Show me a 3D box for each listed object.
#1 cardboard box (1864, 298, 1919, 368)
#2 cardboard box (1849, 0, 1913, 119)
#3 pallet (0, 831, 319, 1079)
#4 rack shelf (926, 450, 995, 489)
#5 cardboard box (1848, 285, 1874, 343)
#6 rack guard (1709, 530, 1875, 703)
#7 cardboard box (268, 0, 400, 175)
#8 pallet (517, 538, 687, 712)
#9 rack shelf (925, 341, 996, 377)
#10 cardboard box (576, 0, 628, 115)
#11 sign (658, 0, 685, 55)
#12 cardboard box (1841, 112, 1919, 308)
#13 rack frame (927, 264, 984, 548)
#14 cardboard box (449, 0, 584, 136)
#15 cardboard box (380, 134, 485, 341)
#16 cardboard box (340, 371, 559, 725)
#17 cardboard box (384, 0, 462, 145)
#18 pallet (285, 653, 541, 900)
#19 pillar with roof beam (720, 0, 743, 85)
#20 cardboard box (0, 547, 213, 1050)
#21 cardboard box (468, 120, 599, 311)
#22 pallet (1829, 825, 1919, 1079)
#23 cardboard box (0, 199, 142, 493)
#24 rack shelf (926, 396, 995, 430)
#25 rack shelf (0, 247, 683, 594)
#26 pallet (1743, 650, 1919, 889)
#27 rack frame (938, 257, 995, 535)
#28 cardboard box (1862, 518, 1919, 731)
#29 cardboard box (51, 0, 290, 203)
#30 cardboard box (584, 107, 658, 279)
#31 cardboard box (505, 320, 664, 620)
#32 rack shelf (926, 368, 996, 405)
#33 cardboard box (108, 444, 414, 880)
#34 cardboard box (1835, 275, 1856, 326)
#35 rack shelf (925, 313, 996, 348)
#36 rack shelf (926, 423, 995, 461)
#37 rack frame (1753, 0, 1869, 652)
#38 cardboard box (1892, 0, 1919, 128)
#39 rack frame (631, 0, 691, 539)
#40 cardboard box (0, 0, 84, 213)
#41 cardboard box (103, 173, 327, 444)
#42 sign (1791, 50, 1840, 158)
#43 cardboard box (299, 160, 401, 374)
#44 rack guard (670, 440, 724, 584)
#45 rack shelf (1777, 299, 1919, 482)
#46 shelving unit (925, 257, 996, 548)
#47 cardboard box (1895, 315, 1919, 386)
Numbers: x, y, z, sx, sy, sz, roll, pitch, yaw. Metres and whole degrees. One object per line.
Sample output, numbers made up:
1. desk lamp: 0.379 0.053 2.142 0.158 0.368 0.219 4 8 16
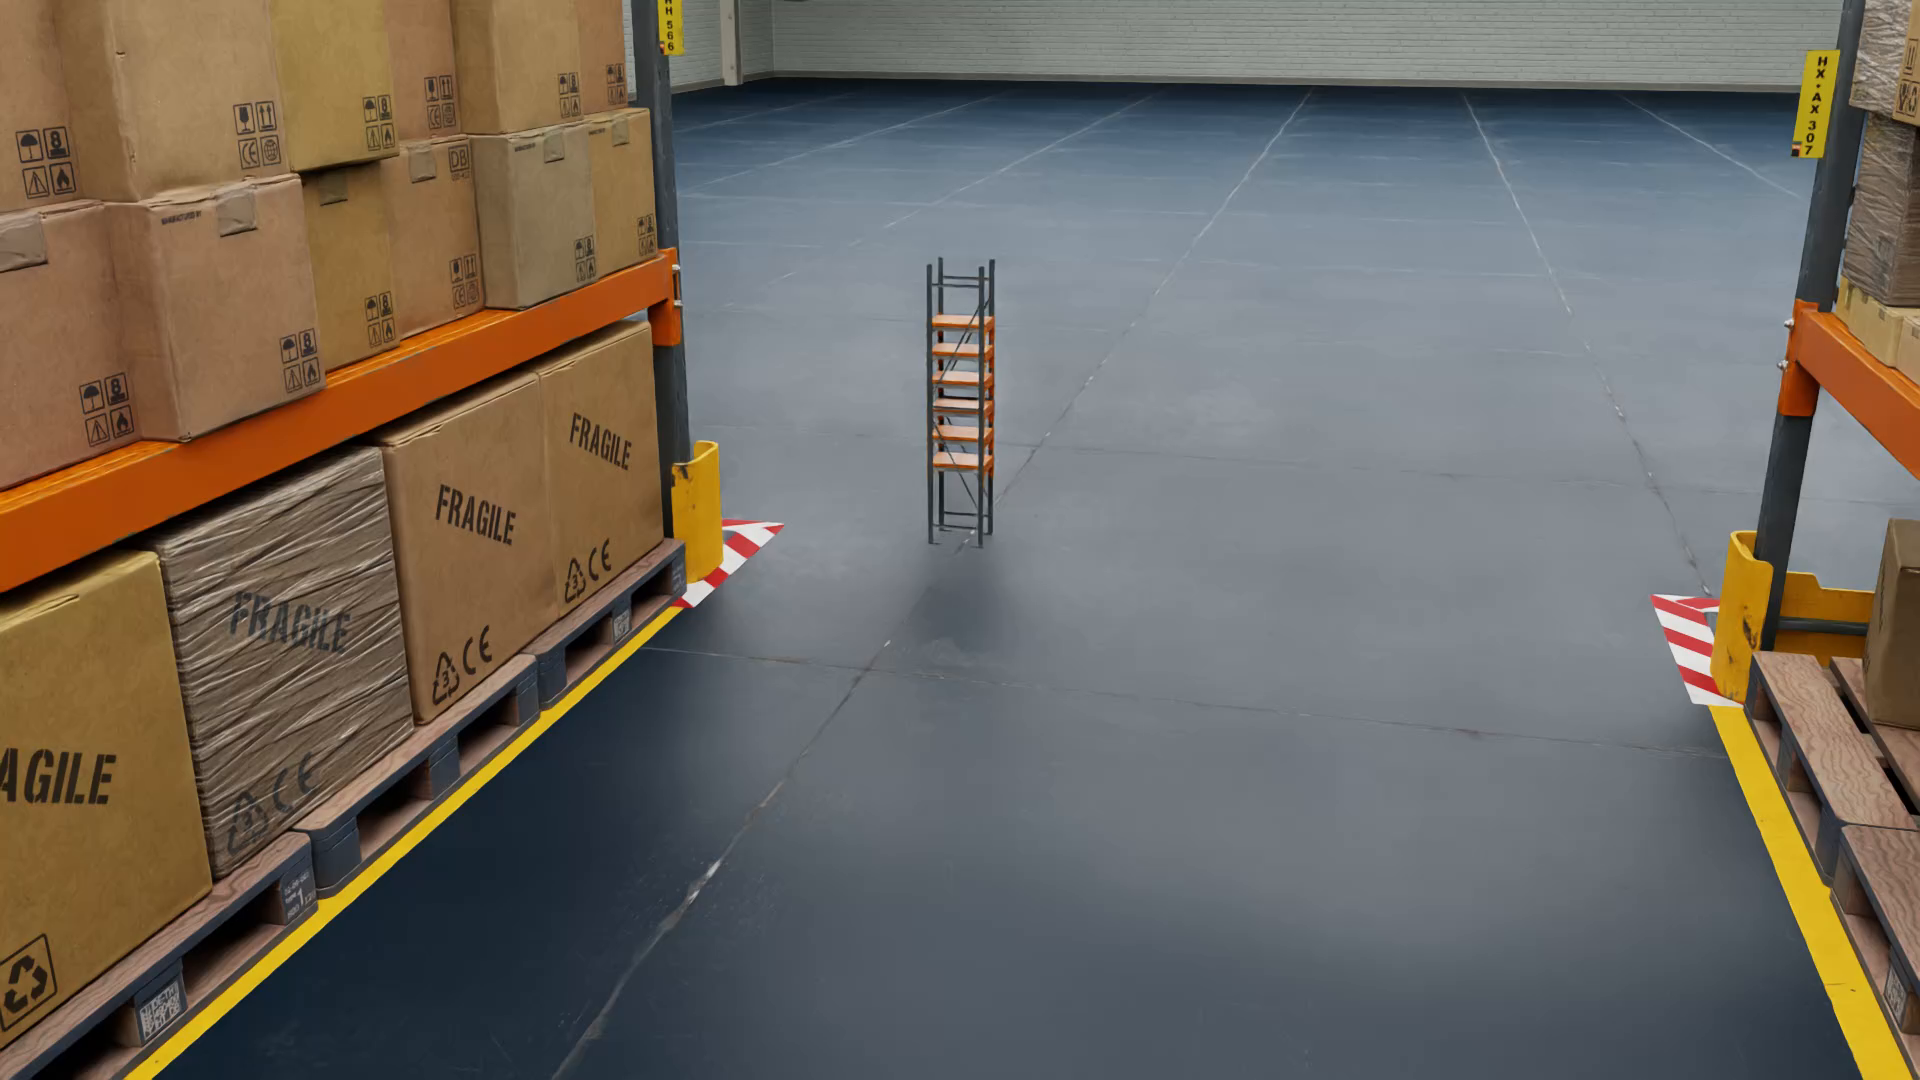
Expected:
1. cardboard box: 2.743 -0.564 4.588 0.380 0.149 0.250 5 19 13
2. cardboard box: 2.800 -1.418 4.537 0.500 0.500 0.500 5 19 13
3. pallet: -2.302 1.010 3.904 1.003 0.211 1.213 5 19 13
4. rack shelf: 0.004 -0.303 7.099 0.258 0.103 0.180 5 19 13
5. cardboard box: 2.818 -0.641 4.814 0.380 0.149 0.250 5 19 13
6. rack guard: 3.180 0.299 5.539 1.175 0.500 0.348 5 19 13
7. cardboard box: -2.031 -1.279 4.389 0.875 0.550 0.500 5 19 13
8. pallet: -1.706 0.245 6.143 1.003 0.211 1.213 5 19 13
9. rack shelf: 0.004 -0.757 6.944 0.258 0.103 0.180 5 19 13
10. cardboard box: -1.714 -1.800 5.914 0.875 0.550 0.550 5 19 13
11. sign: -1.063 -1.944 6.080 0.100 0.325 0.005 5 19 13
12. cardboard box: 3.038 -0.926 4.642 0.875 0.500 0.500 5 19 13
13. rack frame: -0.019 -0.544 6.923 0.240 1.200 0.006 5 19 13
14. cardboard box: -1.759 -1.620 5.388 0.875 0.550 0.550 5 19 13
15. cardboard box: -2.005 -0.942 5.074 0.875 0.550 0.550 5 19 13
16. cardboard box: -1.901 -0.031 5.274 0.875 0.875 0.875 4 19 13
17. cardboard box: -2.028 -1.455 4.905 0.875 0.550 0.550 5 19 13
18. pallet: -2.006 0.627 5.027 1.003 0.211 1.213 5 19 13
19. pillar with roof beam: -0.765 -13.836 33.774 9.100 9.000 0.400 5 19 13
20. cardboard box: -2.342 0.538 3.610 0.875 0.875 0.875 5 19 14
21. cardboard box: -1.746 -1.108 5.559 0.875 0.550 0.550 5 19 13
22. pallet: 2.647 1.069 3.732 1.003 0.211 1.213 5 19 13
23. cardboard box: -2.372 -0.439 3.600 0.875 0.550 0.550 5 19 13
24. rack shelf: 0.004 -0.530 7.021 0.258 0.103 0.180 5 19 13
25. rack shelf: -2.075 -0.364 4.725 1.077 0.370 4.000 5 19 13
26. pallet: 2.948 0.688 4.848 1.003 0.211 1.213 5 19 13
27. rack frame: 0.026 -0.601 7.091 0.240 1.200 0.006 5 19 13
28. cardboard box: 3.030 0.271 4.971 0.500 0.500 0.500 9 21 23
29. cardboard box: -2.153 -1.112 3.901 0.875 0.550 0.550 5 19 13
30. cardboard box: -1.633 -1.282 6.069 0.875 0.550 0.550 5 19 13
31. cardboard box: -1.688 -0.307 6.082 0.875 0.875 0.875 5 19 14
32. rack shelf: 0.004 -0.644 6.982 0.258 0.103 0.180 5 19 13
33. cardboard box: -2.125 0.255 4.438 0.875 0.875 0.875 5 19 14
34. cardboard box: 2.898 -0.718 5.039 0.380 0.149 0.250 5 19 13
35. rack shelf: 0.004 -0.871 6.905 0.258 0.103 0.180 5 19 13
36. rack shelf: 0.004 -0.417 7.060 0.258 0.103 0.180 5 19 13
37. rack frame: 3.199 -0.908 5.204 1.000 3.000 0.127 5 19 13
38. cardboard box: 2.671 -1.262 4.080 0.500 0.500 0.500 5 19 13
39. rack frame: -1.586 -1.331 6.444 1.000 3.000 0.127 5 19 13
40. cardboard box: -2.418 -0.954 3.437 0.875 0.550 0.550 5 19 13
41. cardboard box: -2.126 -0.599 4.069 0.875 0.550 0.550 5 19 13
42. sign: 2.673 -1.360 5.190 0.100 0.325 0.005 5 19 13
43. cardboard box: -2.094 -0.773 4.578 0.875 0.550 0.500 5 19 13
44. rack guard: -1.580 -0.156 6.870 1.175 0.500 0.348 5 19 13
45. rack shelf: 2.710 0.060 3.485 1.077 0.370 4.000 5 19 13
46. shelving unit: 0.004 -0.572 7.007 0.258 1.200 0.189 5 19 13
47. cardboard box: 2.702 -0.484 4.353 0.380 0.149 0.250 5 19 13
